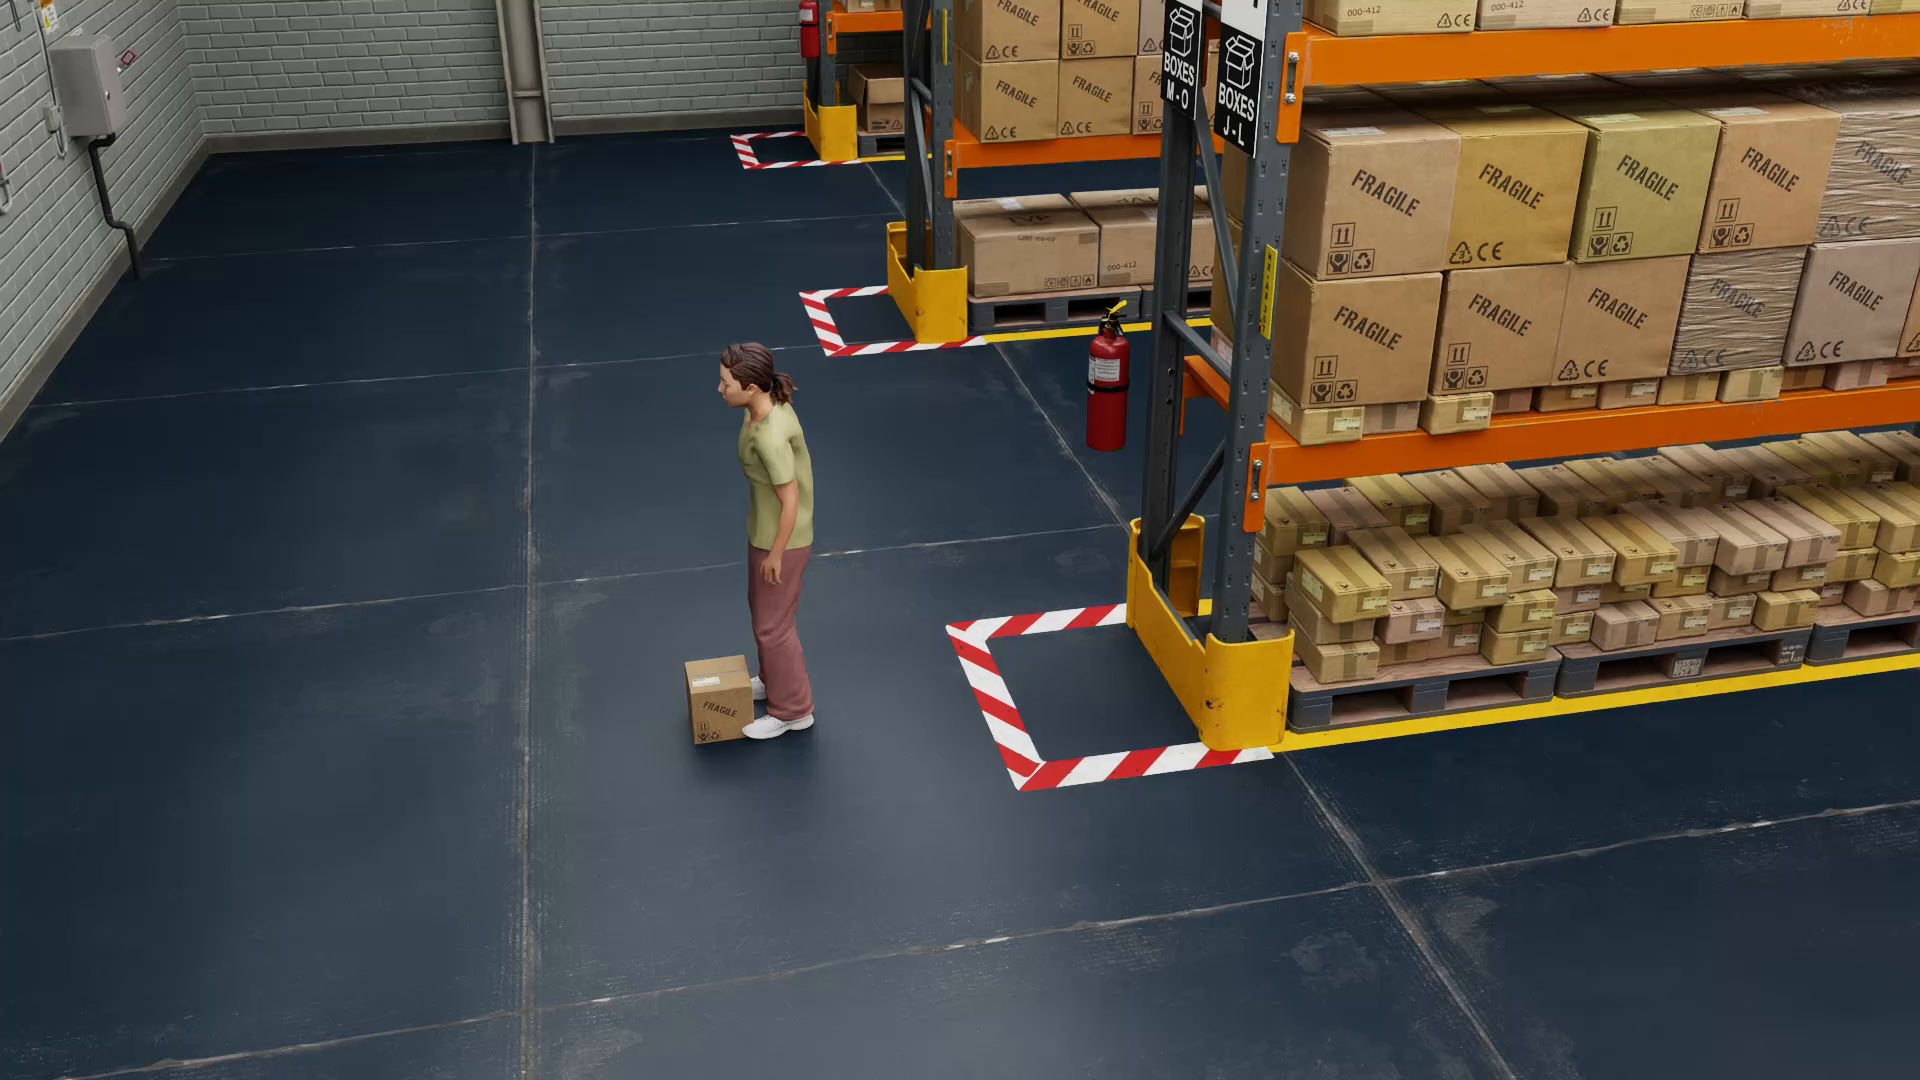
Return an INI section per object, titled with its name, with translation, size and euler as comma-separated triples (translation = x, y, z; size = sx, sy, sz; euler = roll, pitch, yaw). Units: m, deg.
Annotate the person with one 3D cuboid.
[person]
translation = -0.759, -0.005, 6.627
size = 0.357, 1.673, 0.499
euler = -6, 27, -11
